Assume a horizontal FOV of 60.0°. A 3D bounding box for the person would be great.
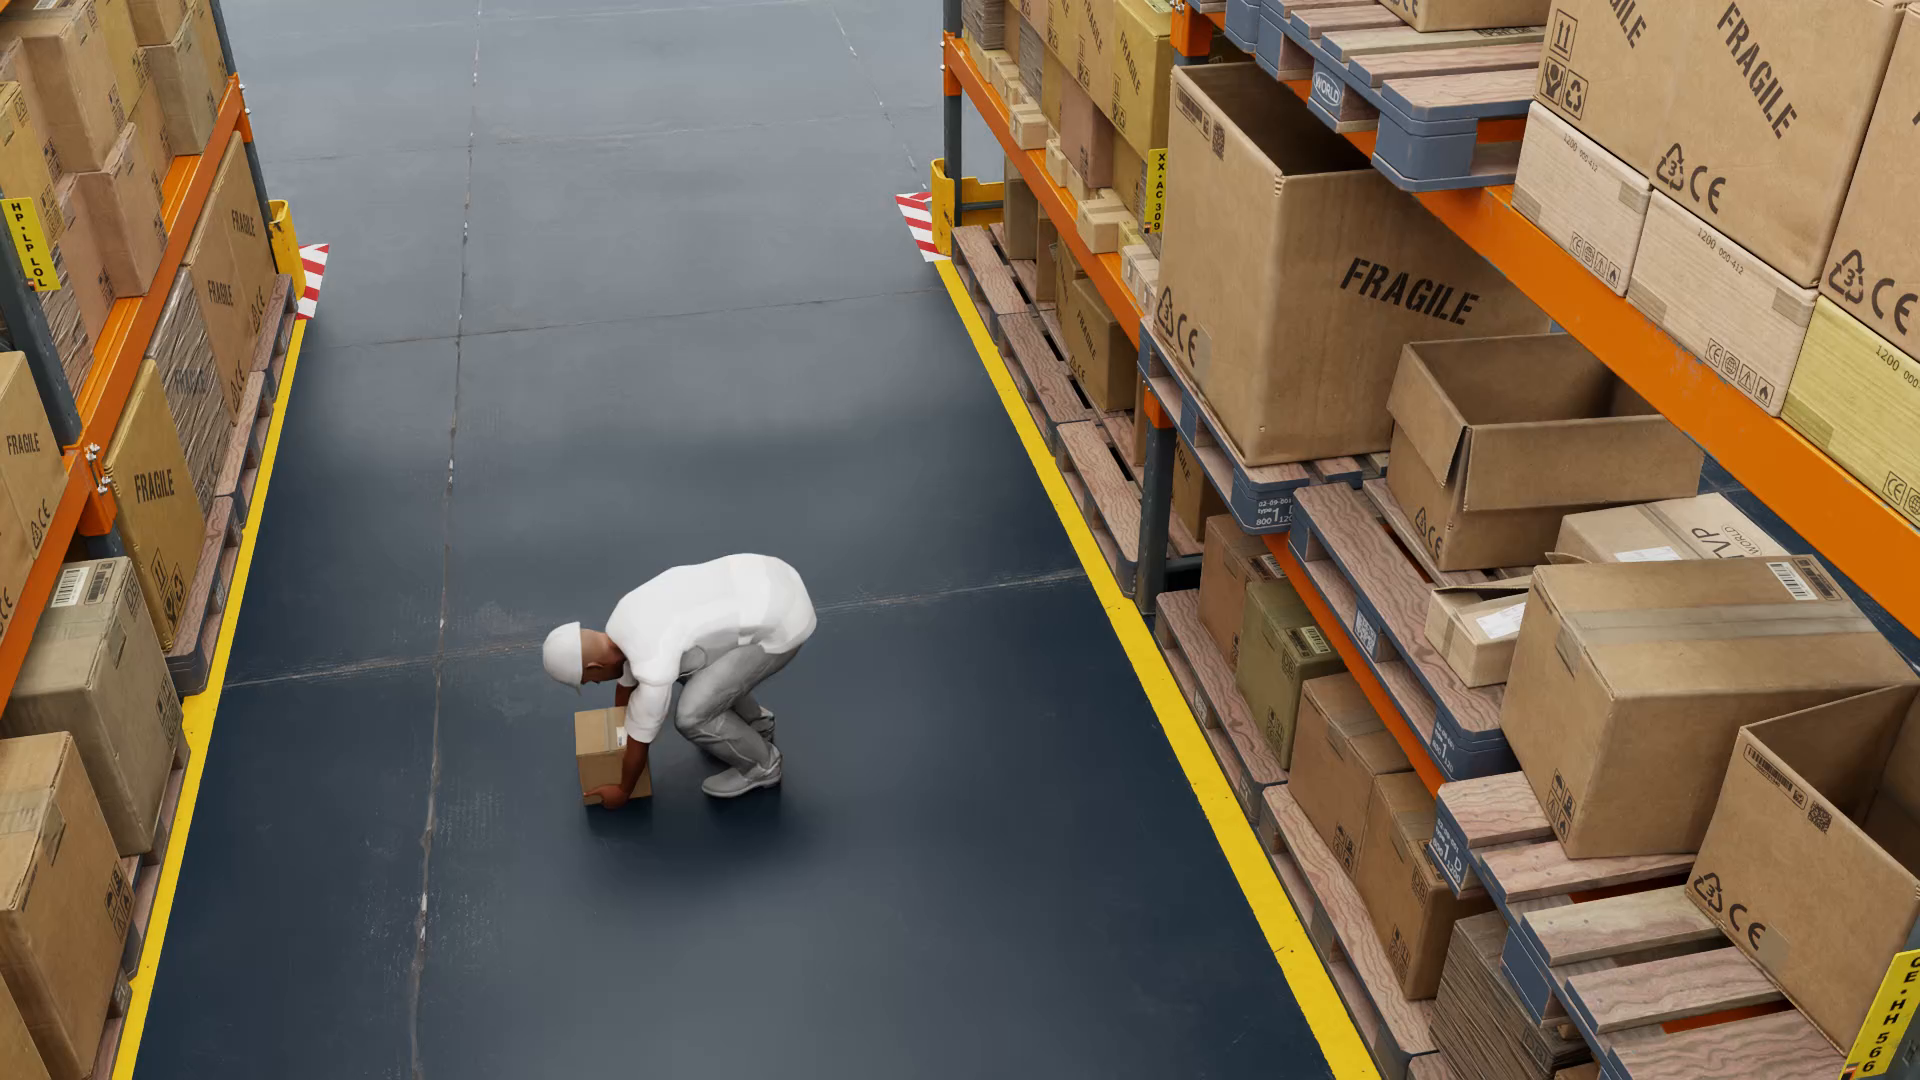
[{"bbox_3d":[-1.012,0.519,6.137,0.977,0.907,0.511,-9,35,-13],"label":"person"}]
